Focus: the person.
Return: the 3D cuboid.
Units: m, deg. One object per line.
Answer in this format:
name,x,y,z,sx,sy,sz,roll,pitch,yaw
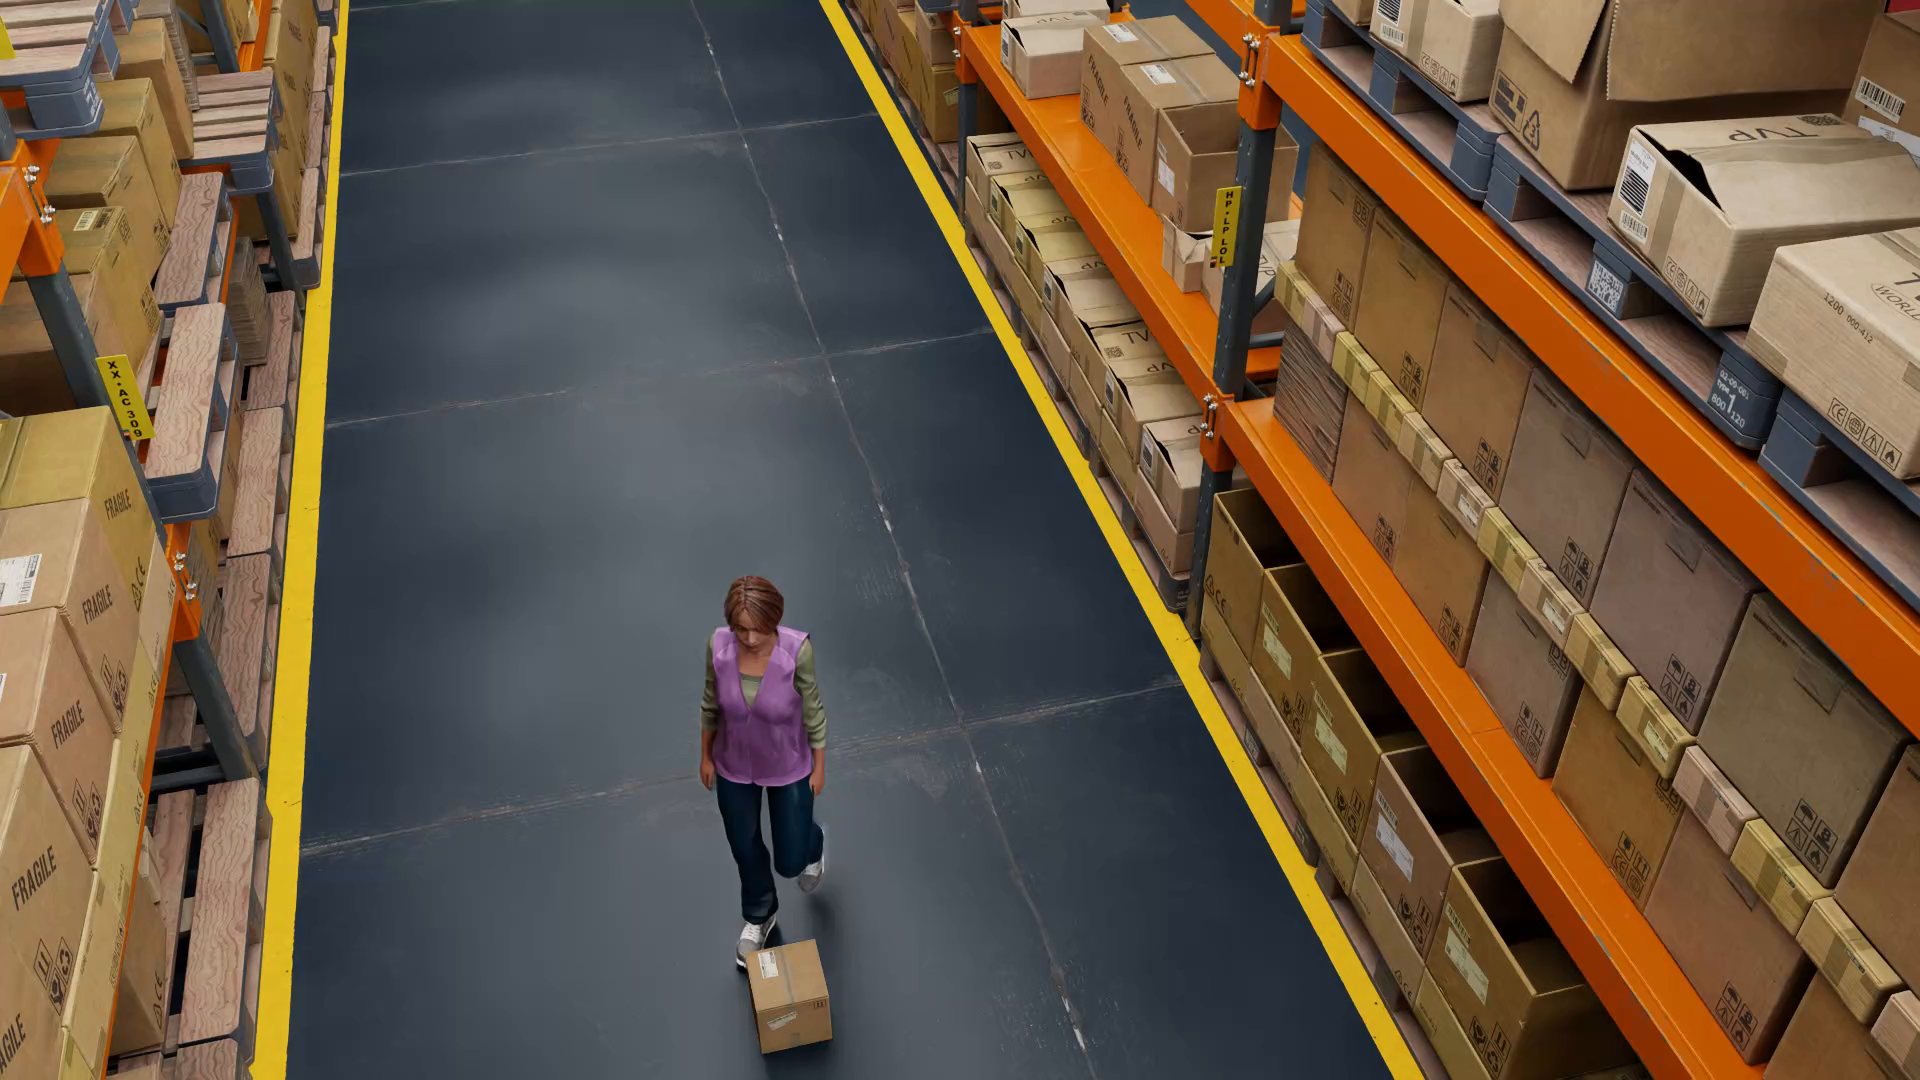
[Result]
person,-0.689,0.791,5.736,0.456,1.586,0.520,6,39,7
